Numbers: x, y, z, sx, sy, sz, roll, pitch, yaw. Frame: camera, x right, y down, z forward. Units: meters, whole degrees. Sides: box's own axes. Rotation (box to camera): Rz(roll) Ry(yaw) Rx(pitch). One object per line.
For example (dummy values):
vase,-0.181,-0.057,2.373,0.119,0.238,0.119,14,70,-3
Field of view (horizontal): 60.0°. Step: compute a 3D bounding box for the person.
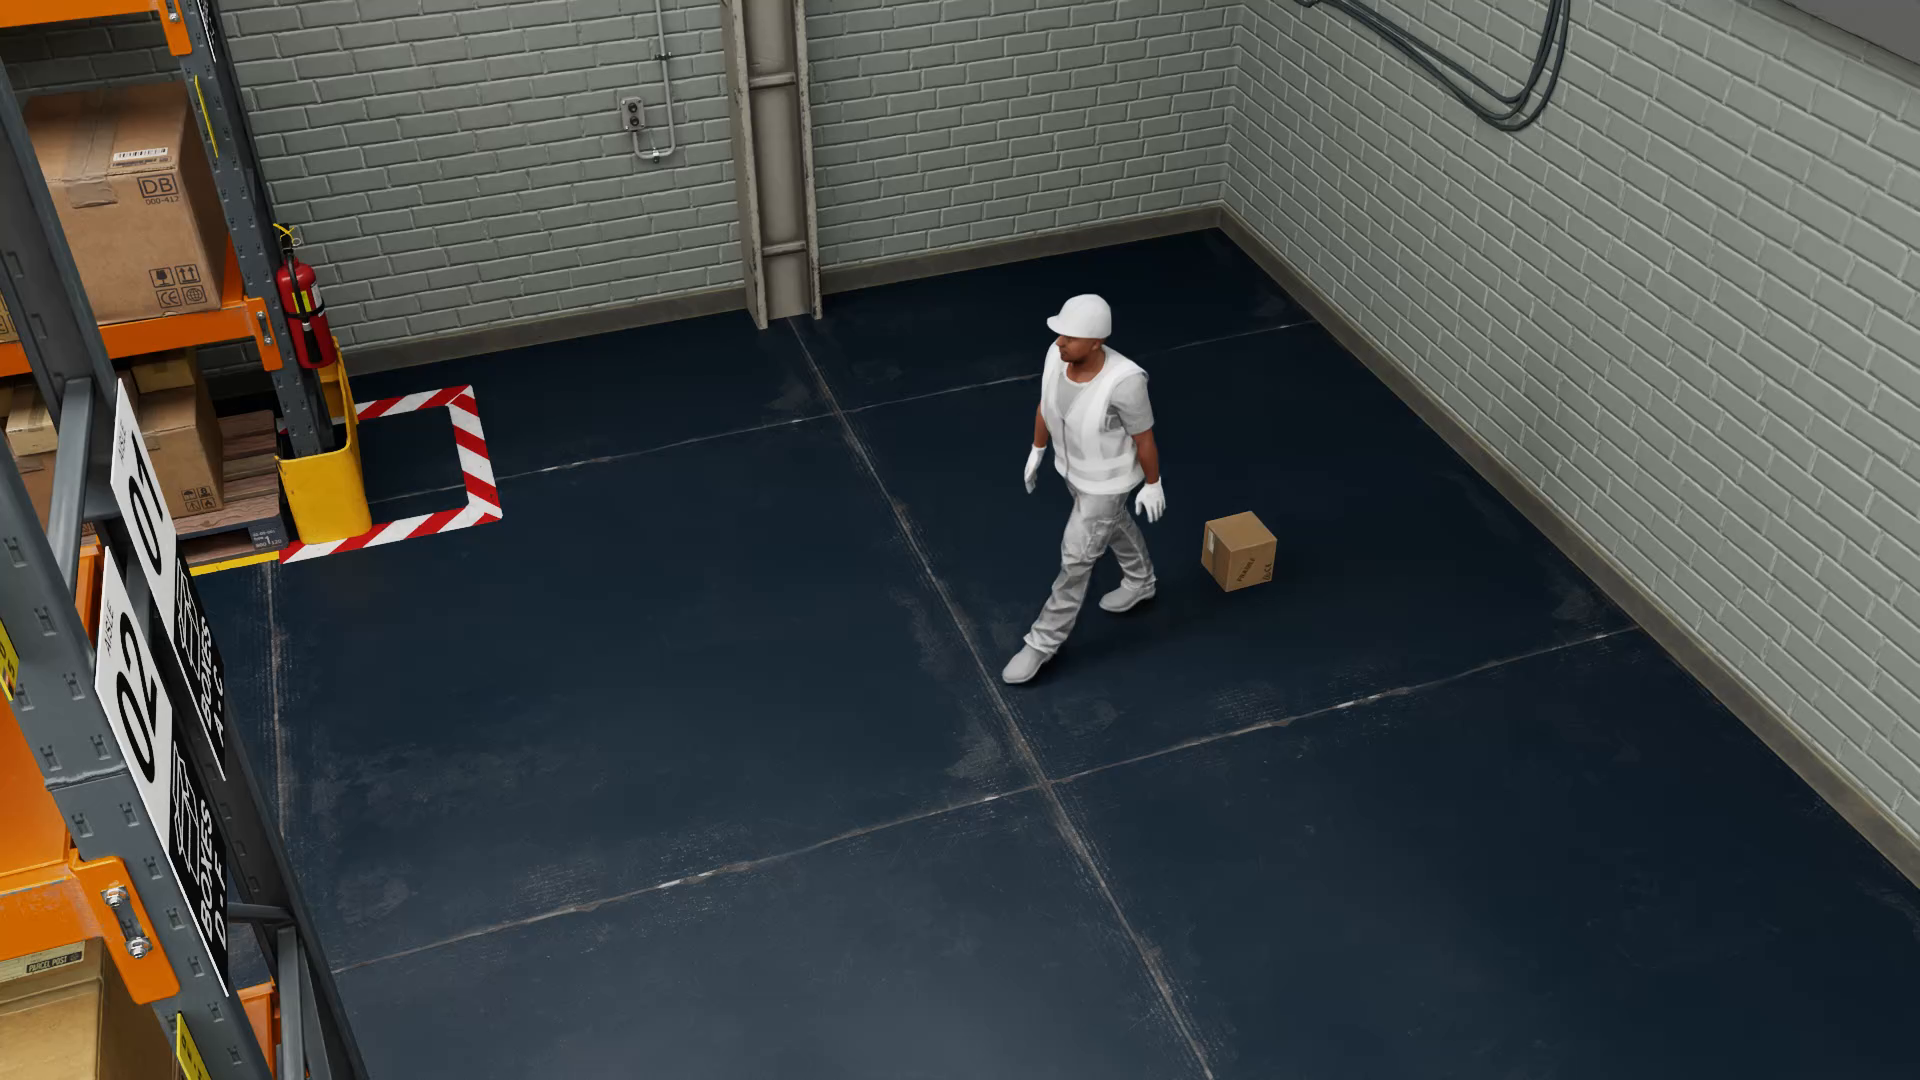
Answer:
person,0.514,-0.286,7.125,0.954,1.724,0.592,-20,42,-24
